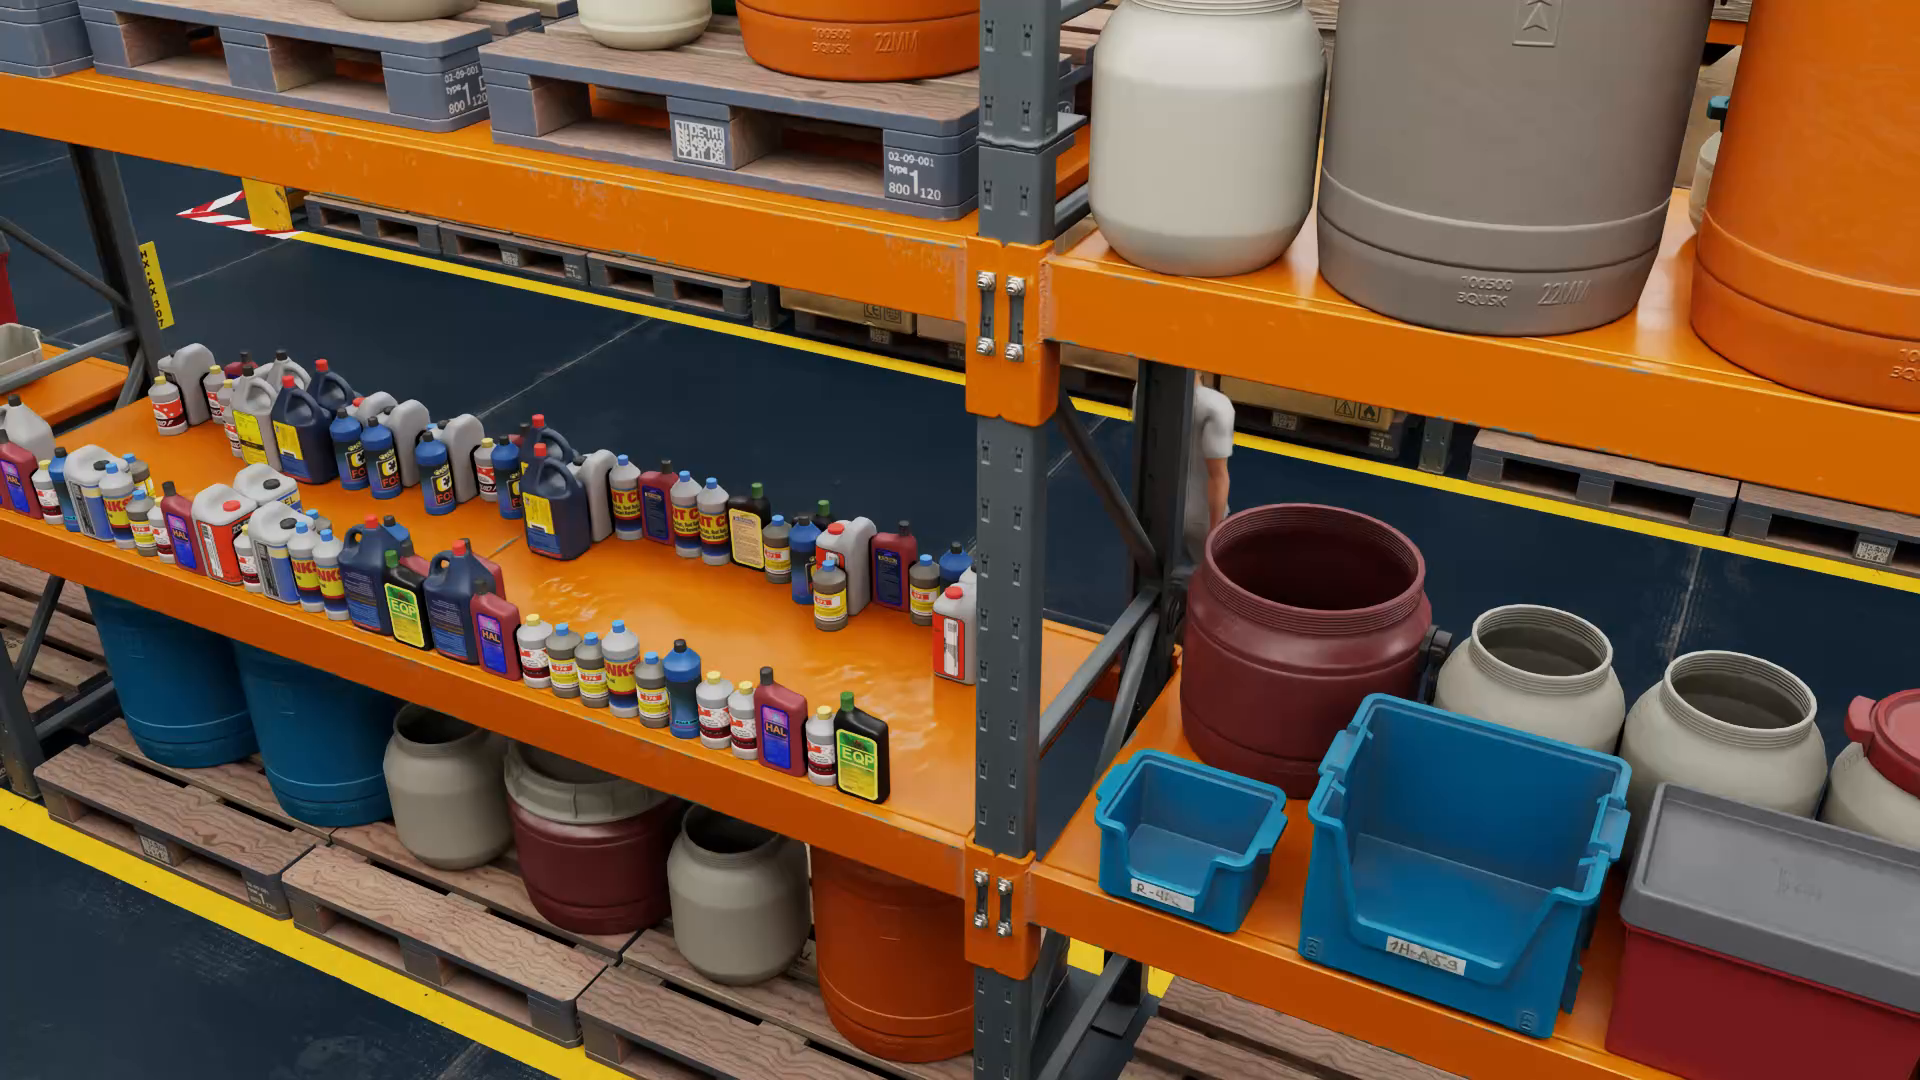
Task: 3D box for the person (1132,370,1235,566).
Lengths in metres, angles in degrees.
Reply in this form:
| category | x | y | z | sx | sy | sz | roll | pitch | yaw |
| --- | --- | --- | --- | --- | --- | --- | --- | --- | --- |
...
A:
| category | x | y | z | sx | sy | sz | roll | pitch | yaw |
| --- | --- | --- | --- | --- | --- | --- | --- | --- | --- |
| person | 0.902 | -0.175 | 6.416 | 0.450 | 1.630 | 0.939 | 17 | 34 | 27 |
